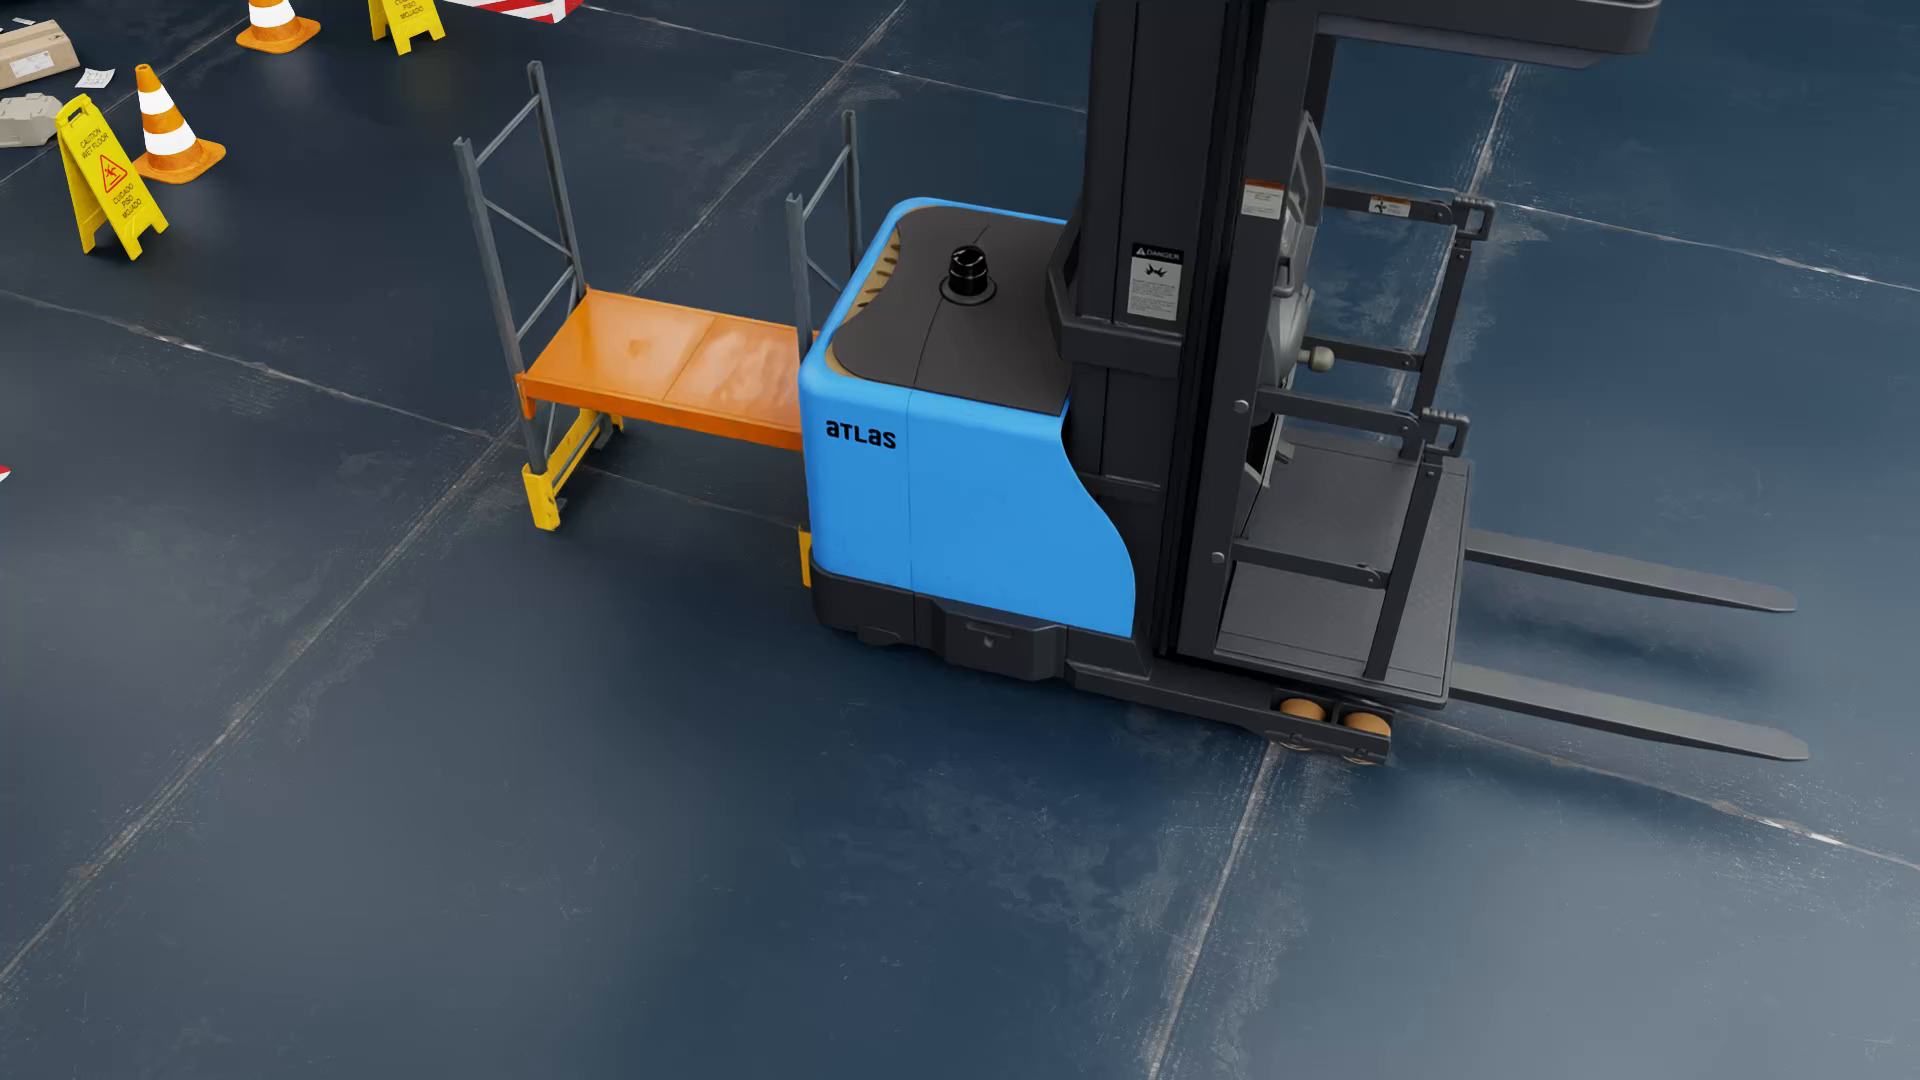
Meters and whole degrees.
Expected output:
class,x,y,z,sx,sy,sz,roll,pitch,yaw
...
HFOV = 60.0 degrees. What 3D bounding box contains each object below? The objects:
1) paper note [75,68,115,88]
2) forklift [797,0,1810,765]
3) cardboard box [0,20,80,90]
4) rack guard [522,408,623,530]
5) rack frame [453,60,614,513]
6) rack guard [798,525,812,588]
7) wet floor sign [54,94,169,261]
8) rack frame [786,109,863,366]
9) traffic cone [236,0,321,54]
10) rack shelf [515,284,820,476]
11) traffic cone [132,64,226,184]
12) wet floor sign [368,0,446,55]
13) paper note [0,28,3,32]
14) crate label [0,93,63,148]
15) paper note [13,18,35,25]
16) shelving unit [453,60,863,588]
class,x,y,z,sx,sy,sz,roll,pitch,yaw
paper note,-4.135,-2.211,7.950,0.142,0.019,0.148,2,45,2
forklift,1.095,-0.777,4.453,3.031,2.935,1.130,12,46,12
cardboard box,-4.483,-2.332,7.989,0.380,0.149,0.250,-28,51,-25
rack guard,-1.366,-0.326,5.900,0.087,0.250,0.587,12,46,12
rack frame,-1.368,-0.769,5.459,0.032,1.500,0.500,12,46,12
rack guard,-0.411,-0.126,5.699,0.087,0.250,0.587,12,46,12
wet floor sign,-3.520,-1.499,6.799,0.232,0.644,0.267,9,46,9
rack frame,-0.393,-0.565,5.254,0.032,1.500,0.500,12,46,12
traffic cone,-3.390,-2.680,8.115,0.334,0.463,0.336,16,47,16
rack shelf,-0.880,-0.539,5.484,1.000,0.185,0.538,12,46,12
traffic cone,-3.503,-1.865,7.296,0.334,0.463,0.336,16,47,16
wet floor sign,-2.733,-2.719,8.026,0.232,0.644,0.267,33,54,29
paper note,-4.861,-2.535,8.284,0.142,0.019,0.148,33,54,29
crate label,-4.253,-1.923,7.585,0.298,0.136,0.250,-5,45,-5
paper note,-4.712,-2.610,8.367,0.123,0.001,0.032,16,47,16
shelving unit,-0.889,-0.669,5.359,1.083,1.500,0.587,12,46,12
